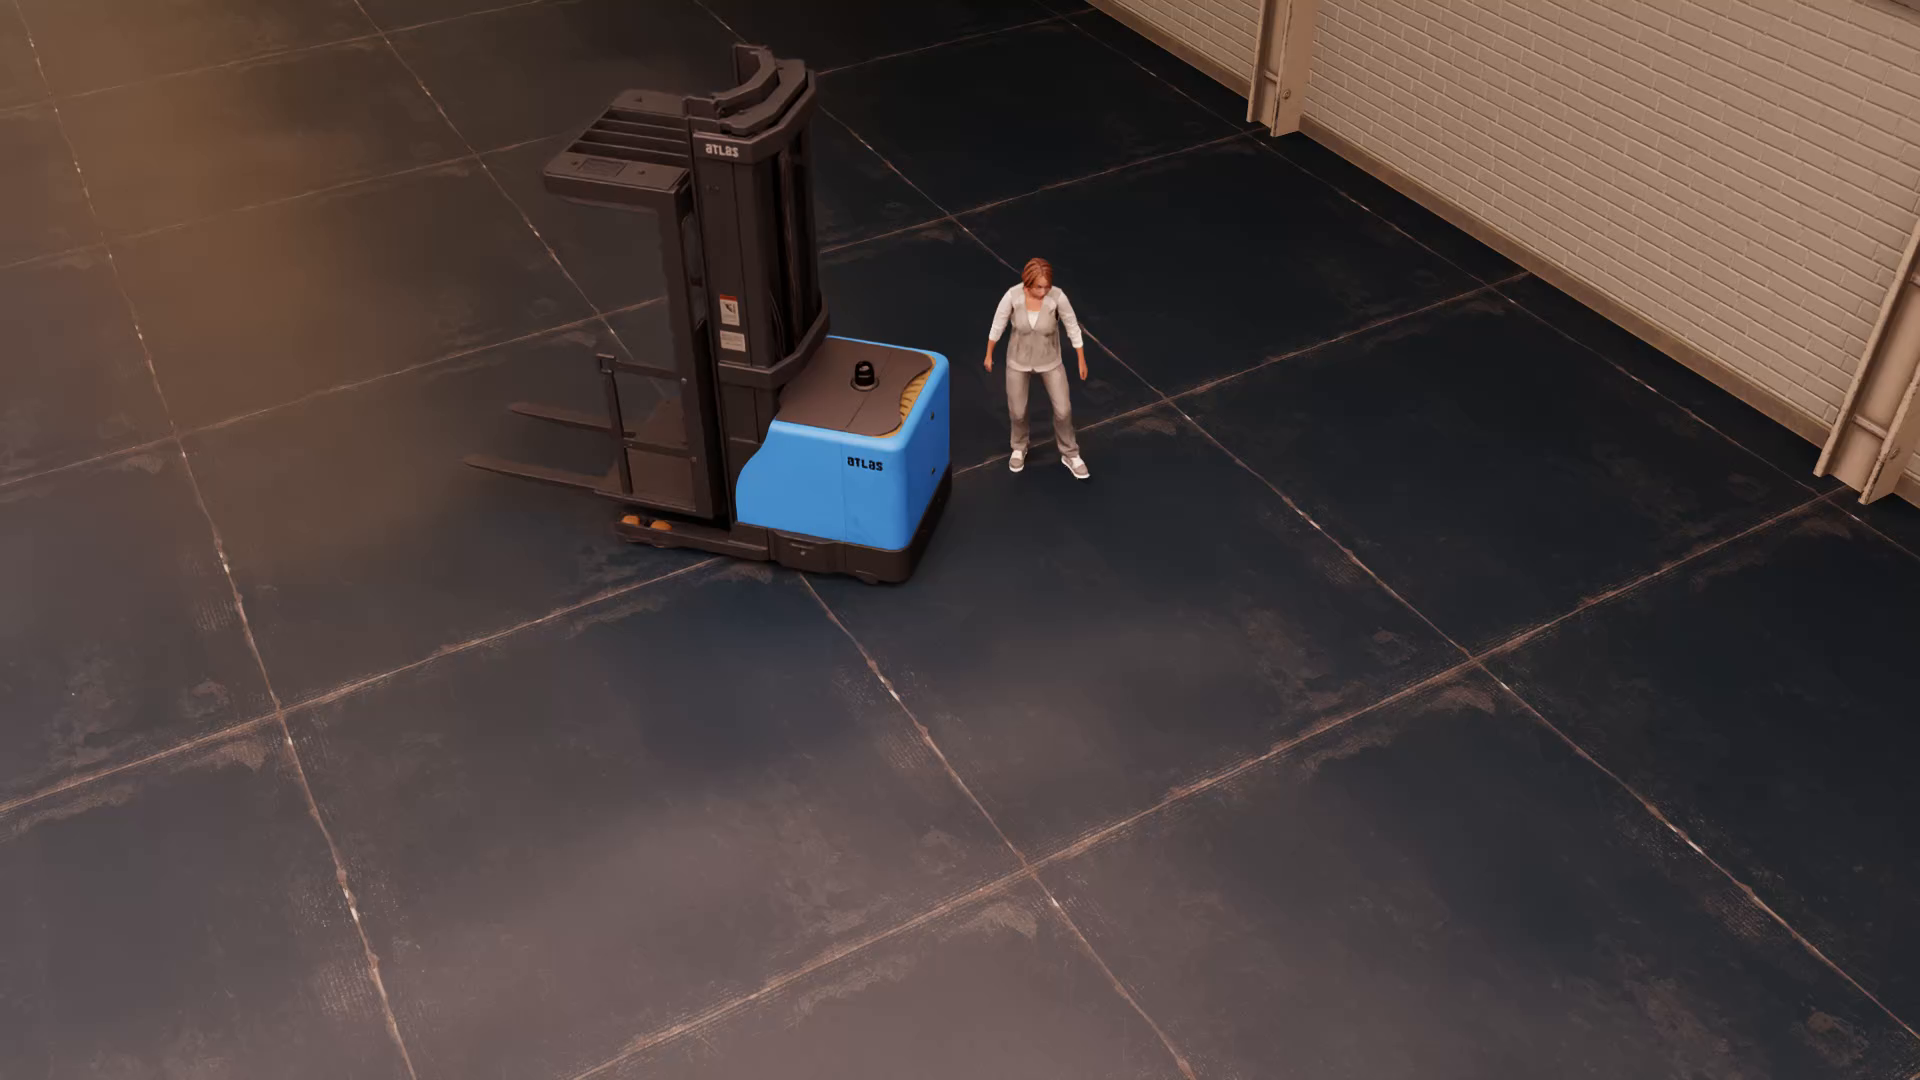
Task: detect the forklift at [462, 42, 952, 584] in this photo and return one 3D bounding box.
[{"bbox_3d":[-1.627,-1.394,9.716,3.031,2.935,1.130,10,41,12],"label":"forklift"}]

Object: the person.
[{"bbox_3d":[0.498,-1.098,10.435,0.700,1.568,0.353,1,40,2],"label":"person"}]
